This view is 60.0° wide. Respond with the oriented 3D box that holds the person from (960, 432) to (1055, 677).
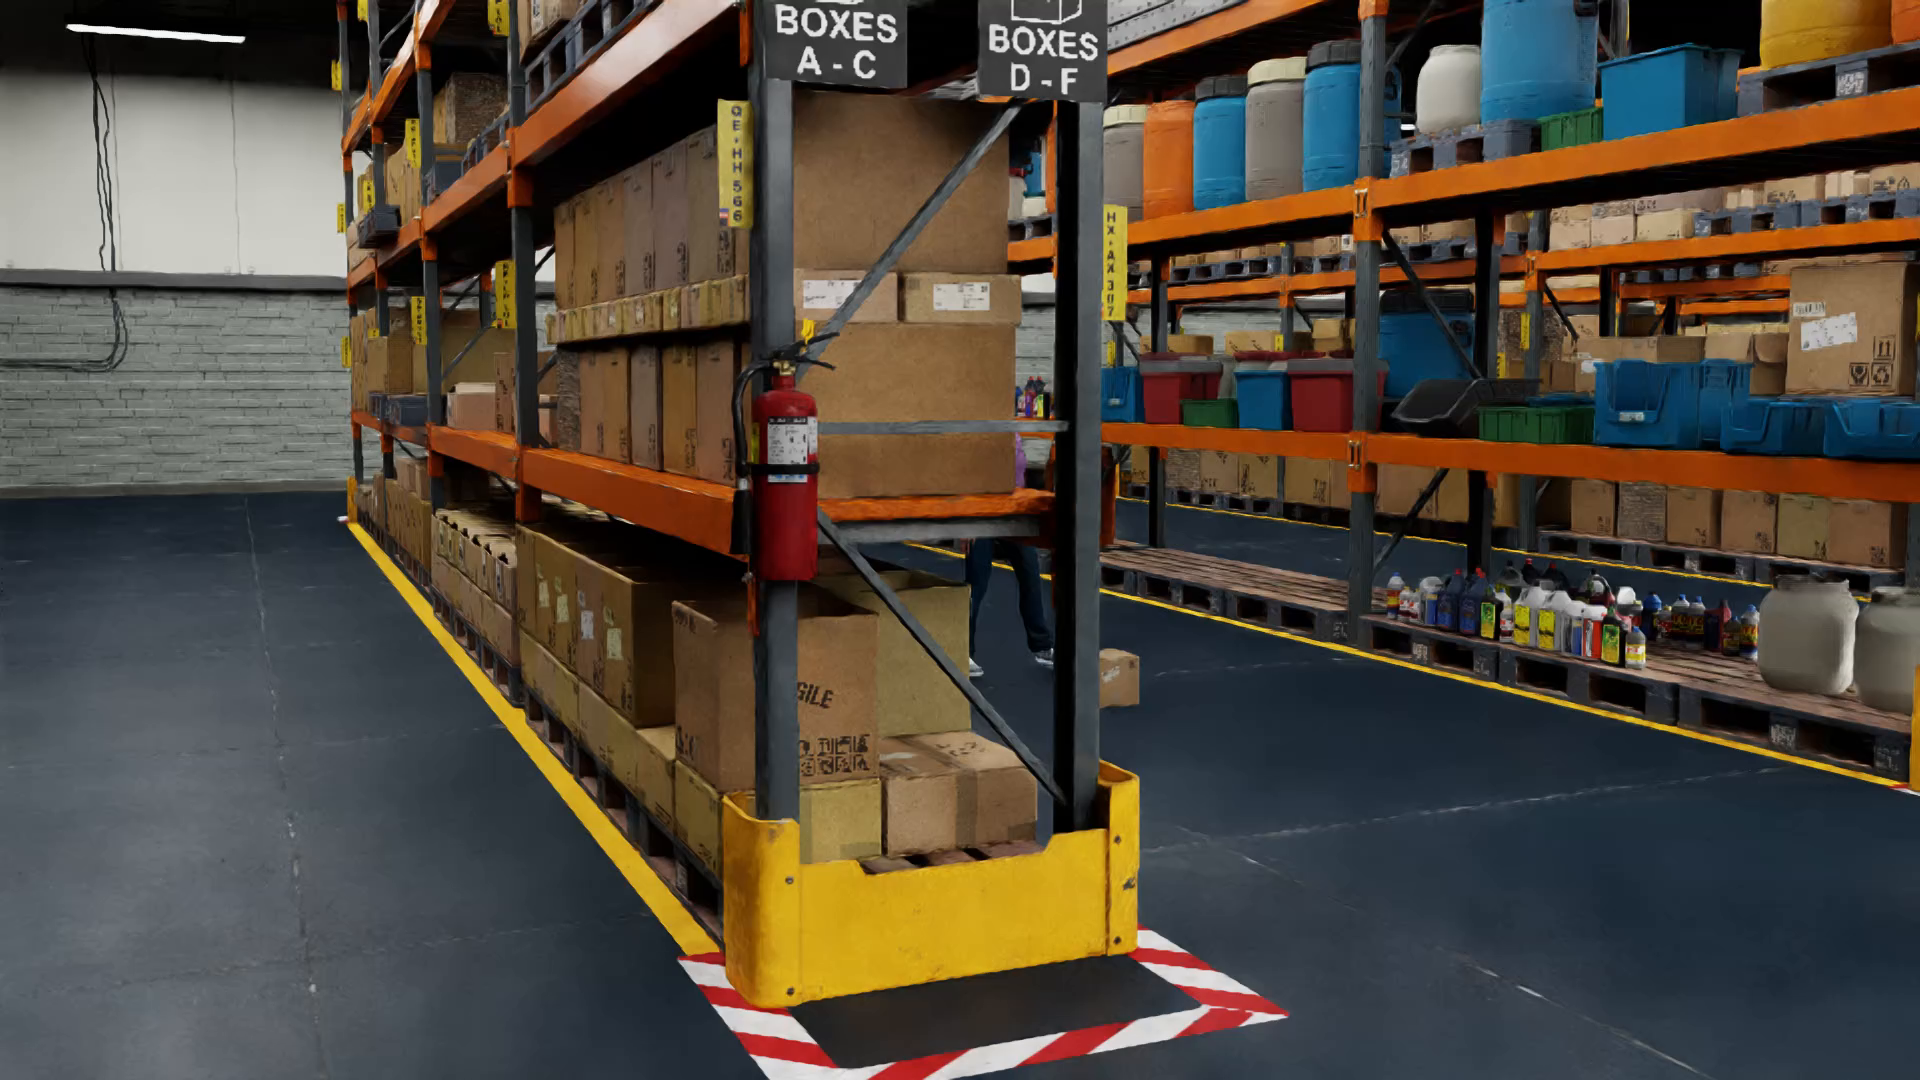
[{"bbox_3d":[0.284,-0.051,9.147,0.623,1.574,0.448,-4,7,-36],"label":"person"}]
